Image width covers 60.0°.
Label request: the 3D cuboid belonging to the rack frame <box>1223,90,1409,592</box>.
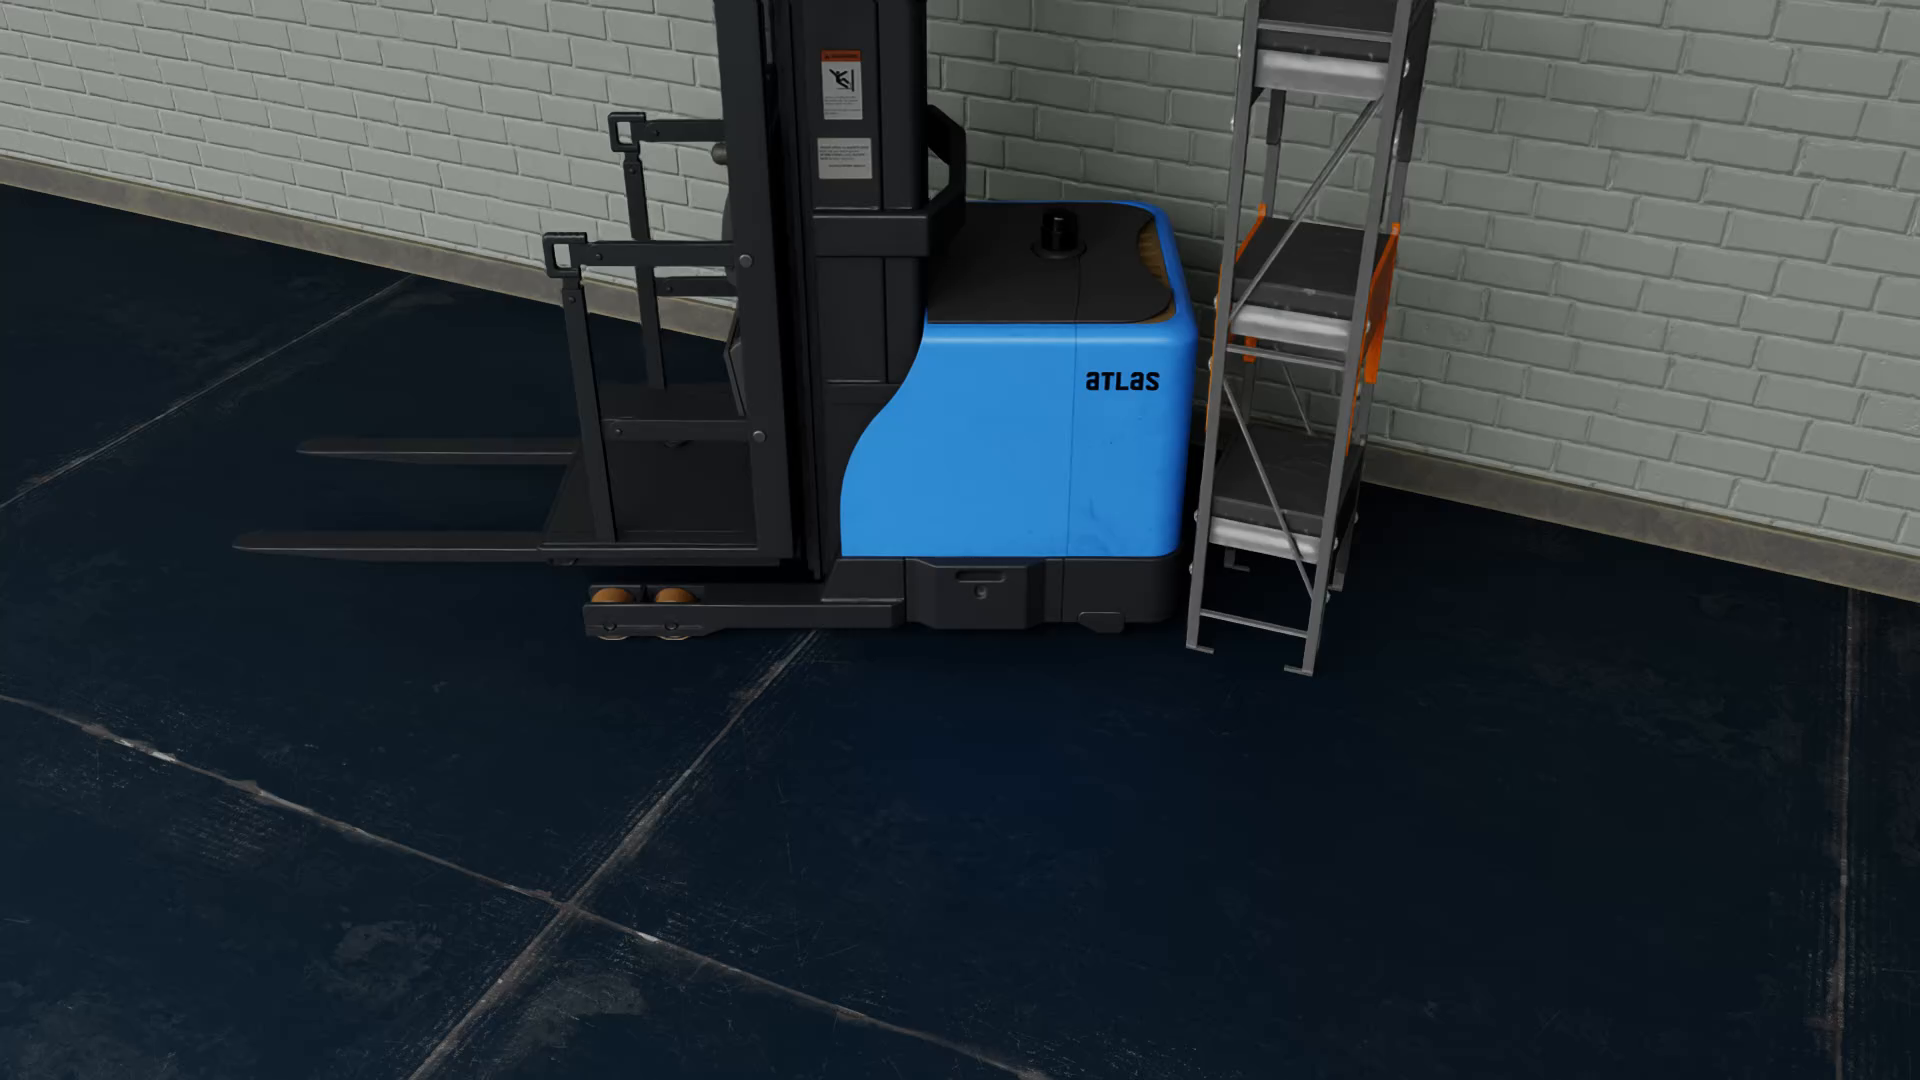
[{"bbox_3d":[1.077,-0.751,4.980,0.400,2.100,0.015,12,35,18],"label":"rack frame"}]

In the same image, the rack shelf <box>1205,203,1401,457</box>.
[{"bbox_3d":[0.988,-0.615,4.797,0.431,0.518,0.480,12,35,18],"label":"rack shelf"}]

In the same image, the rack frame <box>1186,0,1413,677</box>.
[{"bbox_3d":[0.899,-0.502,4.600,0.400,2.100,0.015,12,35,18],"label":"rack frame"}]

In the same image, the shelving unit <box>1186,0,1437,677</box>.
[{"bbox_3d":[0.988,-0.626,4.790,0.431,2.100,0.503,12,35,18],"label":"shelving unit"}]

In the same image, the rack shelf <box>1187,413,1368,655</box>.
[{"bbox_3d":[0.988,-0.029,5.181,0.431,0.518,0.480,12,35,18],"label":"rack shelf"}]

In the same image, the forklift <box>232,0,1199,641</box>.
[{"bbox_3d":[-0.814,-1.196,4.902,3.031,2.935,1.130,0,33,0],"label":"forklift"}]

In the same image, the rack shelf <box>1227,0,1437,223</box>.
[{"bbox_3d":[0.989,-1.200,4.413,0.431,0.518,0.480,12,35,18],"label":"rack shelf"}]
